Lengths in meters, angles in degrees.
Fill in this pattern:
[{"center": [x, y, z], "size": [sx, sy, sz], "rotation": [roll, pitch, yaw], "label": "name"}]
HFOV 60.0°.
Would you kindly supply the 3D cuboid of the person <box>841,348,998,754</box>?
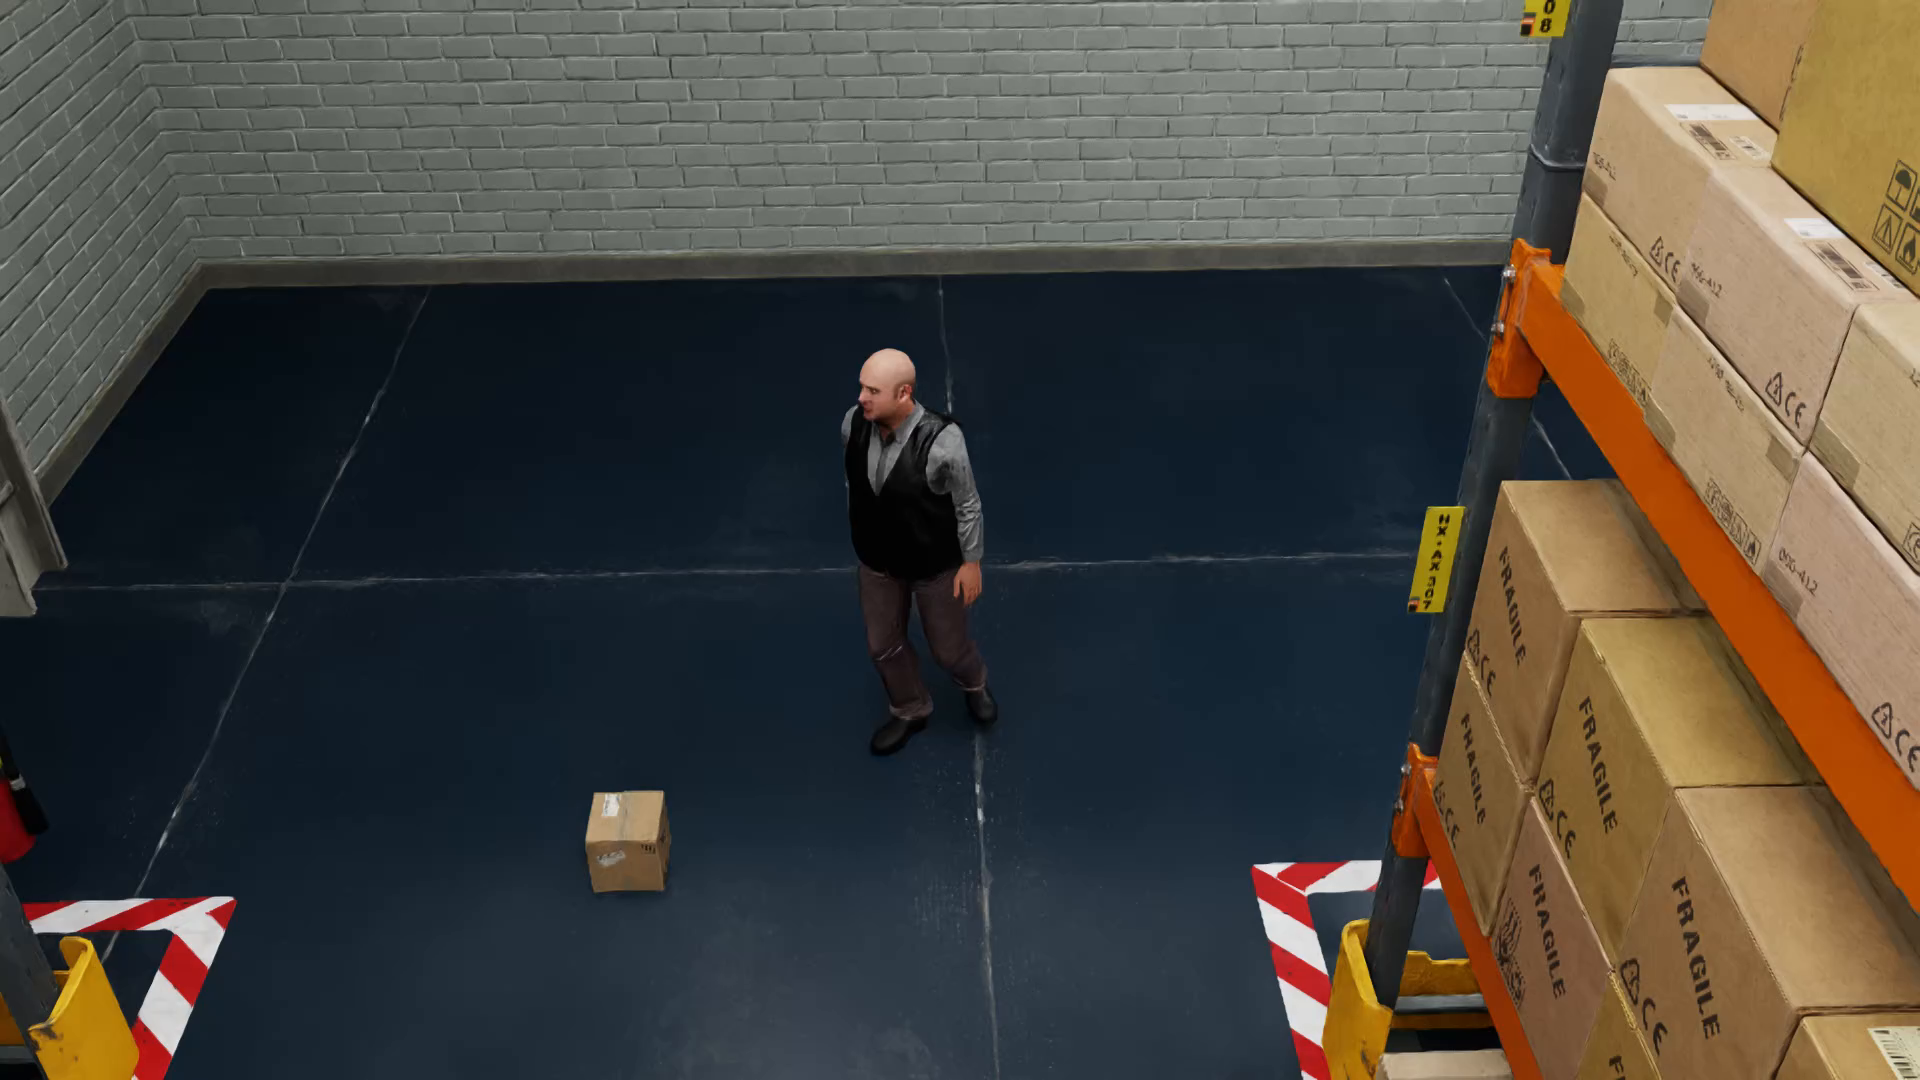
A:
[{"center": [-0.147, 0.021, 6.139], "size": [0.567, 1.711, 0.547], "rotation": [17, 39, 23], "label": "person"}]
